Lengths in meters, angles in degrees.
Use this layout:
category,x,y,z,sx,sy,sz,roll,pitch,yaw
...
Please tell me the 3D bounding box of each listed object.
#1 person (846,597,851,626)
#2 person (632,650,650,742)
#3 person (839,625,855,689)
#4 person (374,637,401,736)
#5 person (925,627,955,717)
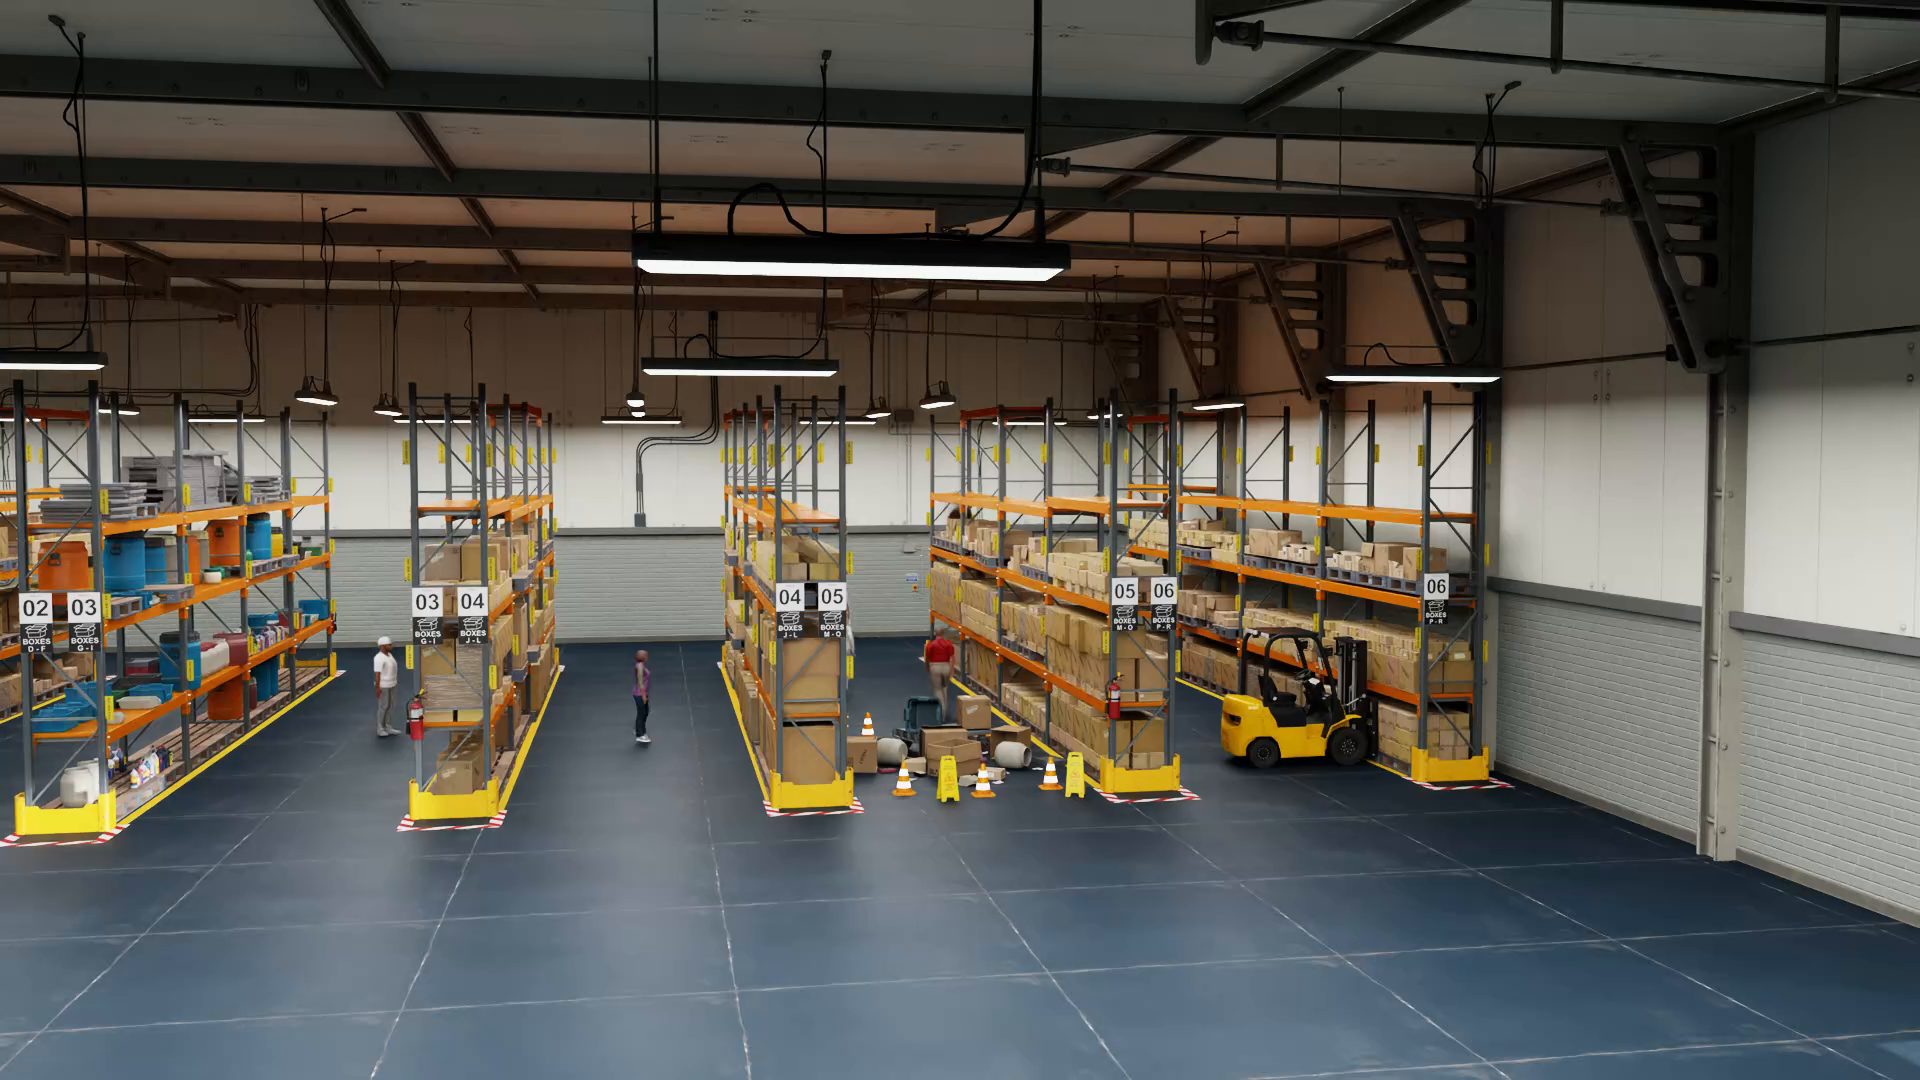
category,x,y,z,sx,sy,sz,roll,pitch,yaw
person,-2.873,1.926,39.543,0.673,1.821,0.367,2,4,35
person,-5.593,2.757,29.204,0.336,1.663,0.501,0,3,-1
person,-2.514,2.388,35.606,0.508,1.719,0.718,0,3,-6
person,-10.258,2.611,29.729,0.362,1.770,0.682,1,3,11
person,-0.411,2.537,31.760,0.531,1.764,0.678,-1,3,-23
